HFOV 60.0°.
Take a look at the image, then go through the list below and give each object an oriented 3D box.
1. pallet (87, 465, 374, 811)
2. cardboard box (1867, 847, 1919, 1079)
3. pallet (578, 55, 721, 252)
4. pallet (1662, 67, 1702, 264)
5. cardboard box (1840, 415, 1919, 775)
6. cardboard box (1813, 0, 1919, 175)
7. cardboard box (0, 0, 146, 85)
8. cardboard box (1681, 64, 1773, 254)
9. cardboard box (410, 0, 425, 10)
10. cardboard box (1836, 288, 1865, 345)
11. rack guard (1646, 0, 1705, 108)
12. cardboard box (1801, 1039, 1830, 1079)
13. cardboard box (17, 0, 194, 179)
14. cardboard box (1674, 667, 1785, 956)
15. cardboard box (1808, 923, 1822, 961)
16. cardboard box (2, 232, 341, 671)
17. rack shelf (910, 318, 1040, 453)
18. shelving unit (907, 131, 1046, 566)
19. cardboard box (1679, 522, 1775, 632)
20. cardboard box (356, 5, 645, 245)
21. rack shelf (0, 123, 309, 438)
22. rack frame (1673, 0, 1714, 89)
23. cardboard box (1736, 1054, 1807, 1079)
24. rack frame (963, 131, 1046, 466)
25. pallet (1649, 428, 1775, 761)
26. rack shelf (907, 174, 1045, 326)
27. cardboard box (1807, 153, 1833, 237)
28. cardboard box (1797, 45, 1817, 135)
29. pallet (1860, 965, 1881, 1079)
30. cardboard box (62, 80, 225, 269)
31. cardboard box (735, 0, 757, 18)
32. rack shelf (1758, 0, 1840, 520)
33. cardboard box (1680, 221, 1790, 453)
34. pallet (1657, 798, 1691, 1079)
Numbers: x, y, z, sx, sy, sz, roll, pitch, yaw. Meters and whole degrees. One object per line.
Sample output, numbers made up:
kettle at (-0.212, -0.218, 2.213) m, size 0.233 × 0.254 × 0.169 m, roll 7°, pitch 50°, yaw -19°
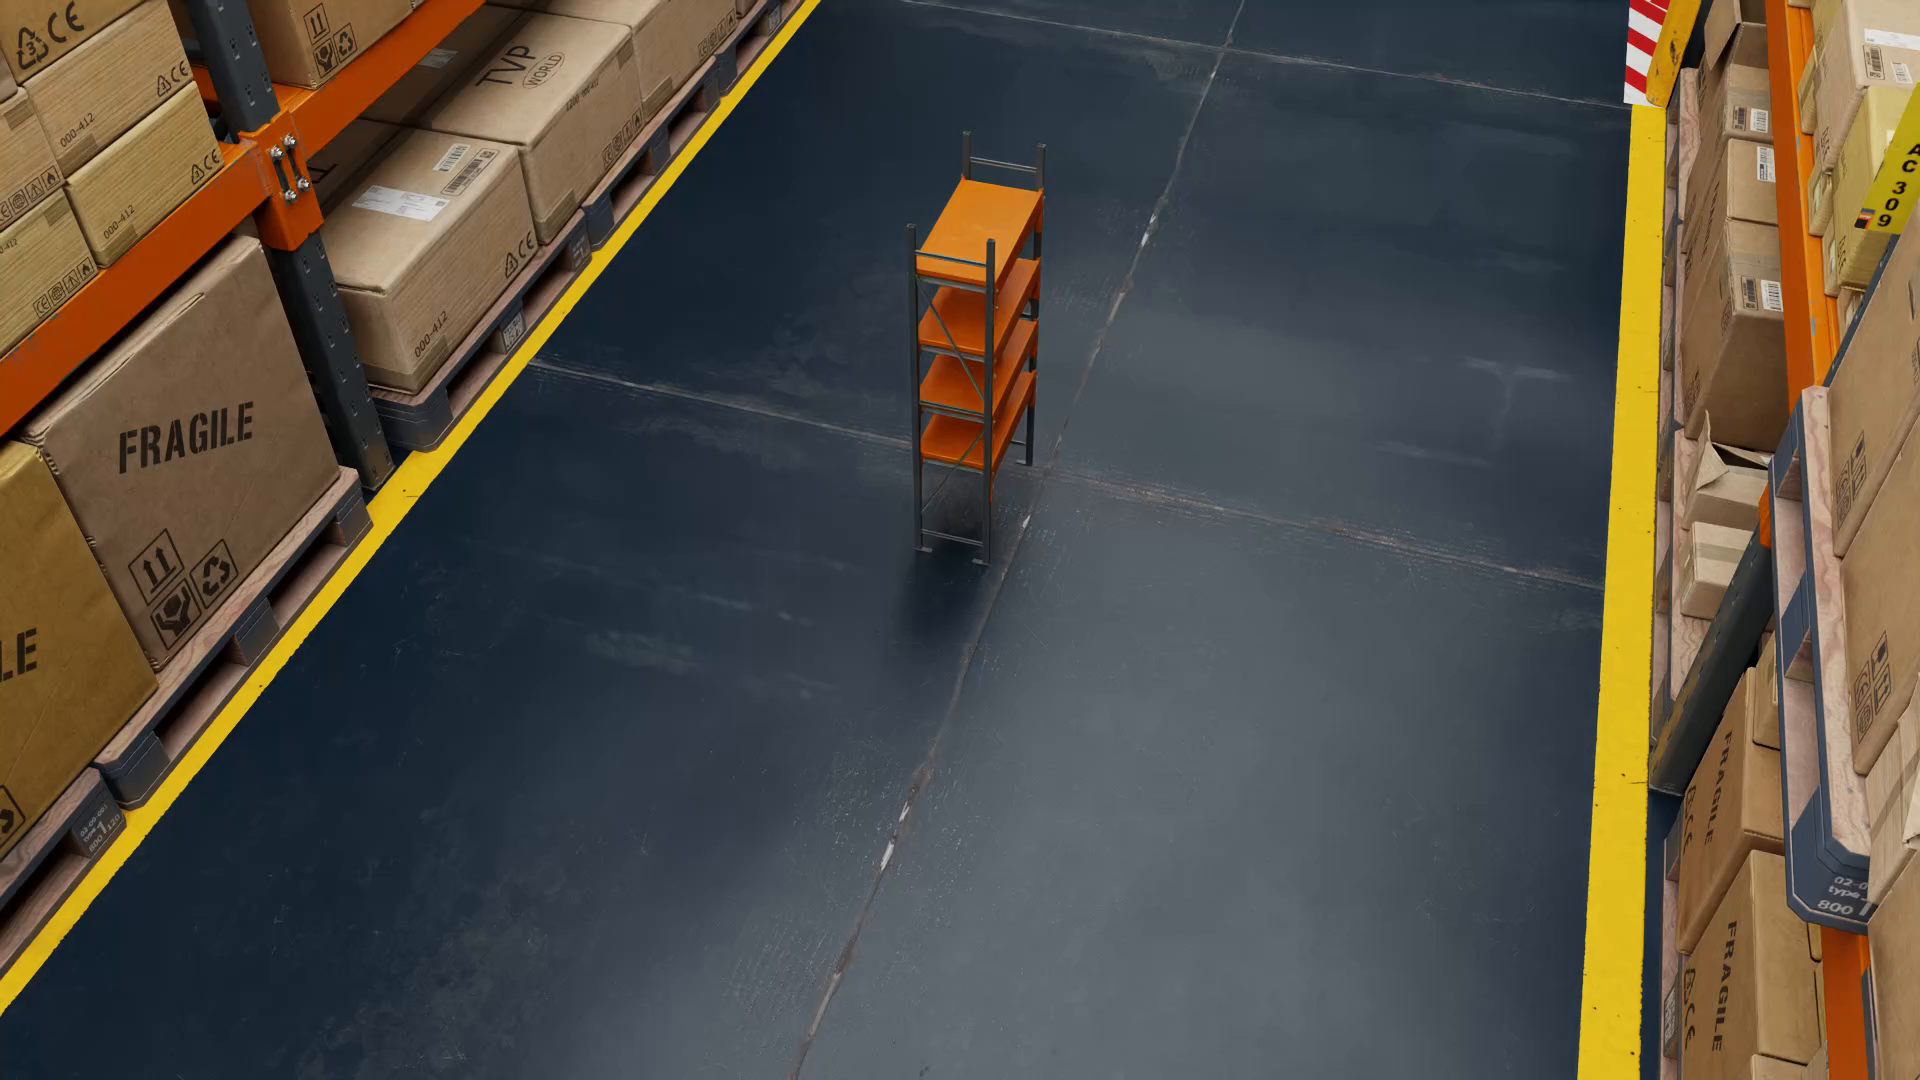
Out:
pallet at (-2.518, 0.157, 4.939) m, size 1.003 × 0.211 × 1.213 m, roll 13°, pitch 46°, yaw 13°
cardboard box at (1.622, 0.636, 2.083) m, size 0.700 × 0.500 × 0.500 m, roll 12°, pitch 46°, yaw 12°
pallet at (-1.683, -1.680, 6.815) m, size 1.003 × 0.211 × 1.213 m, roll 13°, pitch 46°, yaw 12°
pallet at (3.324, -1.408, 6.539) m, size 1.003 × 0.211 × 1.213 m, roll 13°, pitch 46°, yaw 13°
cardboard box at (1.859, 0.113, 2.618) m, size 0.700 × 0.500 × 0.500 m, roll 13°, pitch 46°, yaw 13°
cardboard box at (2.435, -1.102, 4.126) m, size 0.500 × 0.250 × 0.500 m, roll 13°, pitch 46°, yaw 13°
cardboard box at (-2.252, -1.412, 3.762) m, size 0.500 × 0.500 × 0.500 m, roll 14°, pitch 46°, yaw 14°
cardboard box at (3.016, -1.295, 5.916) m, size 0.700 × 0.500 × 0.500 m, roll 14°, pitch 46°, yaw 14°
cardboard box at (-1.808, -1.998, 5.075) m, size 0.500 × 0.500 × 0.500 m, roll 13°, pitch 46°, yaw 13°
cardboard box at (2.232, -0.497, 3.793) m, size 0.380 × 0.149 × 0.250 m, roll 13°, pitch 46°, yaw 13°
rack guard at (3.564, -2.043, 6.981) m, size 1.175 × 0.500 × 0.348 m, roll 13°, pitch 46°, yaw 13°
cardboard box at (1.755, 1.092, 3.013) m, size 0.380 × 0.149 × 0.250 m, roll 12°, pitch 46°, yaw 12°
cardboard box at (-2.258, -1.150, 4.030) m, size 0.500 × 0.250 × 0.500 m, roll 12°, pitch 46°, yaw 12°
cardboard box at (2.015, 0.697, 3.880) m, size 0.500 × 0.500 × 0.500 m, roll 14°, pitch 46°, yaw 14°
cardboard box at (1.937, 0.748, 3.365) m, size 0.380 × 0.149 × 0.250 m, roll 10°, pitch 45°, yaw 10°
cardboard box at (-2.467, -0.331, 4.662) m, size 0.875 × 0.875 × 0.875 m, roll 14°, pitch 46°, yaw 14°
rack shelf at (0.050, -0.491, 4.990) m, size 0.258 × 0.148 × 0.480 m, roll 13°, pitch 46°, yaw 13°
shelving unit at (0.050, -0.539, 4.943) m, size 0.258 × 1.200 × 0.503 m, roll 13°, pitch 46°, yaw 13°
cardboard box at (2.265, 0.114, 4.727) m, size 0.380 × 0.149 × 0.250 m, roll 11°, pitch 45°, yaw 11°
cardboard box at (-1.793, -1.597, 6.269) m, size 0.875 × 0.438 × 0.875 m, roll 11°, pitch 45°, yaw 11°
rack shelf at (-2.961, 0.220, 3.395) m, size 1.077 × 0.370 × 4.000 m, roll 13°, pitch 46°, yaw 13°
rack frame at (3.587, -2.987, 6.158) m, size 1.000 × 3.000 × 0.127 m, roll 13°, pitch 46°, yaw 13°
cardboard box at (1.708, 1.386, 3.176) m, size 0.500 × 0.500 × 0.500 m, roll 11°, pitch 45°, yaw 11°
rack frame at (0.124, -0.702, 5.109) m, size 0.240 × 1.200 × 0.015 m, roll 13°, pitch 46°, yaw 13°
pallet at (2.585, 0.218, 4.876) m, size 1.003 × 0.211 × 1.213 m, roll 13°, pitch 46°, yaw 13°
rack shelf at (0.050, -0.820, 4.668) m, size 0.258 × 0.148 × 0.480 m, roll 13°, pitch 46°, yaw 13°
cardboard box at (2.346, -0.854, 4.158) m, size 0.380 × 0.149 × 0.250 m, roll 14°, pitch 46°, yaw 14°
cardboard box at (2.501, -1.199, 4.510) m, size 0.380 × 0.149 × 0.250 m, roll 12°, pitch 46°, yaw 12°
pallet at (1.749, 1.116, 2.102) m, size 1.003 × 0.211 × 1.213 m, roll 13°, pitch 46°, yaw 13°
cardboard box at (-2.251, -0.964, 4.198) m, size 0.500 × 0.250 × 0.500 m, roll 12°, pitch 46°, yaw 12°
cardboard box at (-1.249, -2.810, 7.508) m, size 0.875 × 0.438 × 0.875 m, roll 11°, pitch 45°, yaw 11°
rack shelf at (2.982, -1.397, 5.047) m, size 1.077 × 0.370 × 4.000 m, roll 13°, pitch 46°, yaw 13°
cardboard box at (2.701, -0.603, 5.209) m, size 0.700 × 0.500 × 0.500 m, roll 11°, pitch 45°, yaw 11°
pallet at (2.166, 1.226, 3.847) m, size 1.003 × 0.211 × 1.213 m, roll 13°, pitch 46°, yaw 13°
